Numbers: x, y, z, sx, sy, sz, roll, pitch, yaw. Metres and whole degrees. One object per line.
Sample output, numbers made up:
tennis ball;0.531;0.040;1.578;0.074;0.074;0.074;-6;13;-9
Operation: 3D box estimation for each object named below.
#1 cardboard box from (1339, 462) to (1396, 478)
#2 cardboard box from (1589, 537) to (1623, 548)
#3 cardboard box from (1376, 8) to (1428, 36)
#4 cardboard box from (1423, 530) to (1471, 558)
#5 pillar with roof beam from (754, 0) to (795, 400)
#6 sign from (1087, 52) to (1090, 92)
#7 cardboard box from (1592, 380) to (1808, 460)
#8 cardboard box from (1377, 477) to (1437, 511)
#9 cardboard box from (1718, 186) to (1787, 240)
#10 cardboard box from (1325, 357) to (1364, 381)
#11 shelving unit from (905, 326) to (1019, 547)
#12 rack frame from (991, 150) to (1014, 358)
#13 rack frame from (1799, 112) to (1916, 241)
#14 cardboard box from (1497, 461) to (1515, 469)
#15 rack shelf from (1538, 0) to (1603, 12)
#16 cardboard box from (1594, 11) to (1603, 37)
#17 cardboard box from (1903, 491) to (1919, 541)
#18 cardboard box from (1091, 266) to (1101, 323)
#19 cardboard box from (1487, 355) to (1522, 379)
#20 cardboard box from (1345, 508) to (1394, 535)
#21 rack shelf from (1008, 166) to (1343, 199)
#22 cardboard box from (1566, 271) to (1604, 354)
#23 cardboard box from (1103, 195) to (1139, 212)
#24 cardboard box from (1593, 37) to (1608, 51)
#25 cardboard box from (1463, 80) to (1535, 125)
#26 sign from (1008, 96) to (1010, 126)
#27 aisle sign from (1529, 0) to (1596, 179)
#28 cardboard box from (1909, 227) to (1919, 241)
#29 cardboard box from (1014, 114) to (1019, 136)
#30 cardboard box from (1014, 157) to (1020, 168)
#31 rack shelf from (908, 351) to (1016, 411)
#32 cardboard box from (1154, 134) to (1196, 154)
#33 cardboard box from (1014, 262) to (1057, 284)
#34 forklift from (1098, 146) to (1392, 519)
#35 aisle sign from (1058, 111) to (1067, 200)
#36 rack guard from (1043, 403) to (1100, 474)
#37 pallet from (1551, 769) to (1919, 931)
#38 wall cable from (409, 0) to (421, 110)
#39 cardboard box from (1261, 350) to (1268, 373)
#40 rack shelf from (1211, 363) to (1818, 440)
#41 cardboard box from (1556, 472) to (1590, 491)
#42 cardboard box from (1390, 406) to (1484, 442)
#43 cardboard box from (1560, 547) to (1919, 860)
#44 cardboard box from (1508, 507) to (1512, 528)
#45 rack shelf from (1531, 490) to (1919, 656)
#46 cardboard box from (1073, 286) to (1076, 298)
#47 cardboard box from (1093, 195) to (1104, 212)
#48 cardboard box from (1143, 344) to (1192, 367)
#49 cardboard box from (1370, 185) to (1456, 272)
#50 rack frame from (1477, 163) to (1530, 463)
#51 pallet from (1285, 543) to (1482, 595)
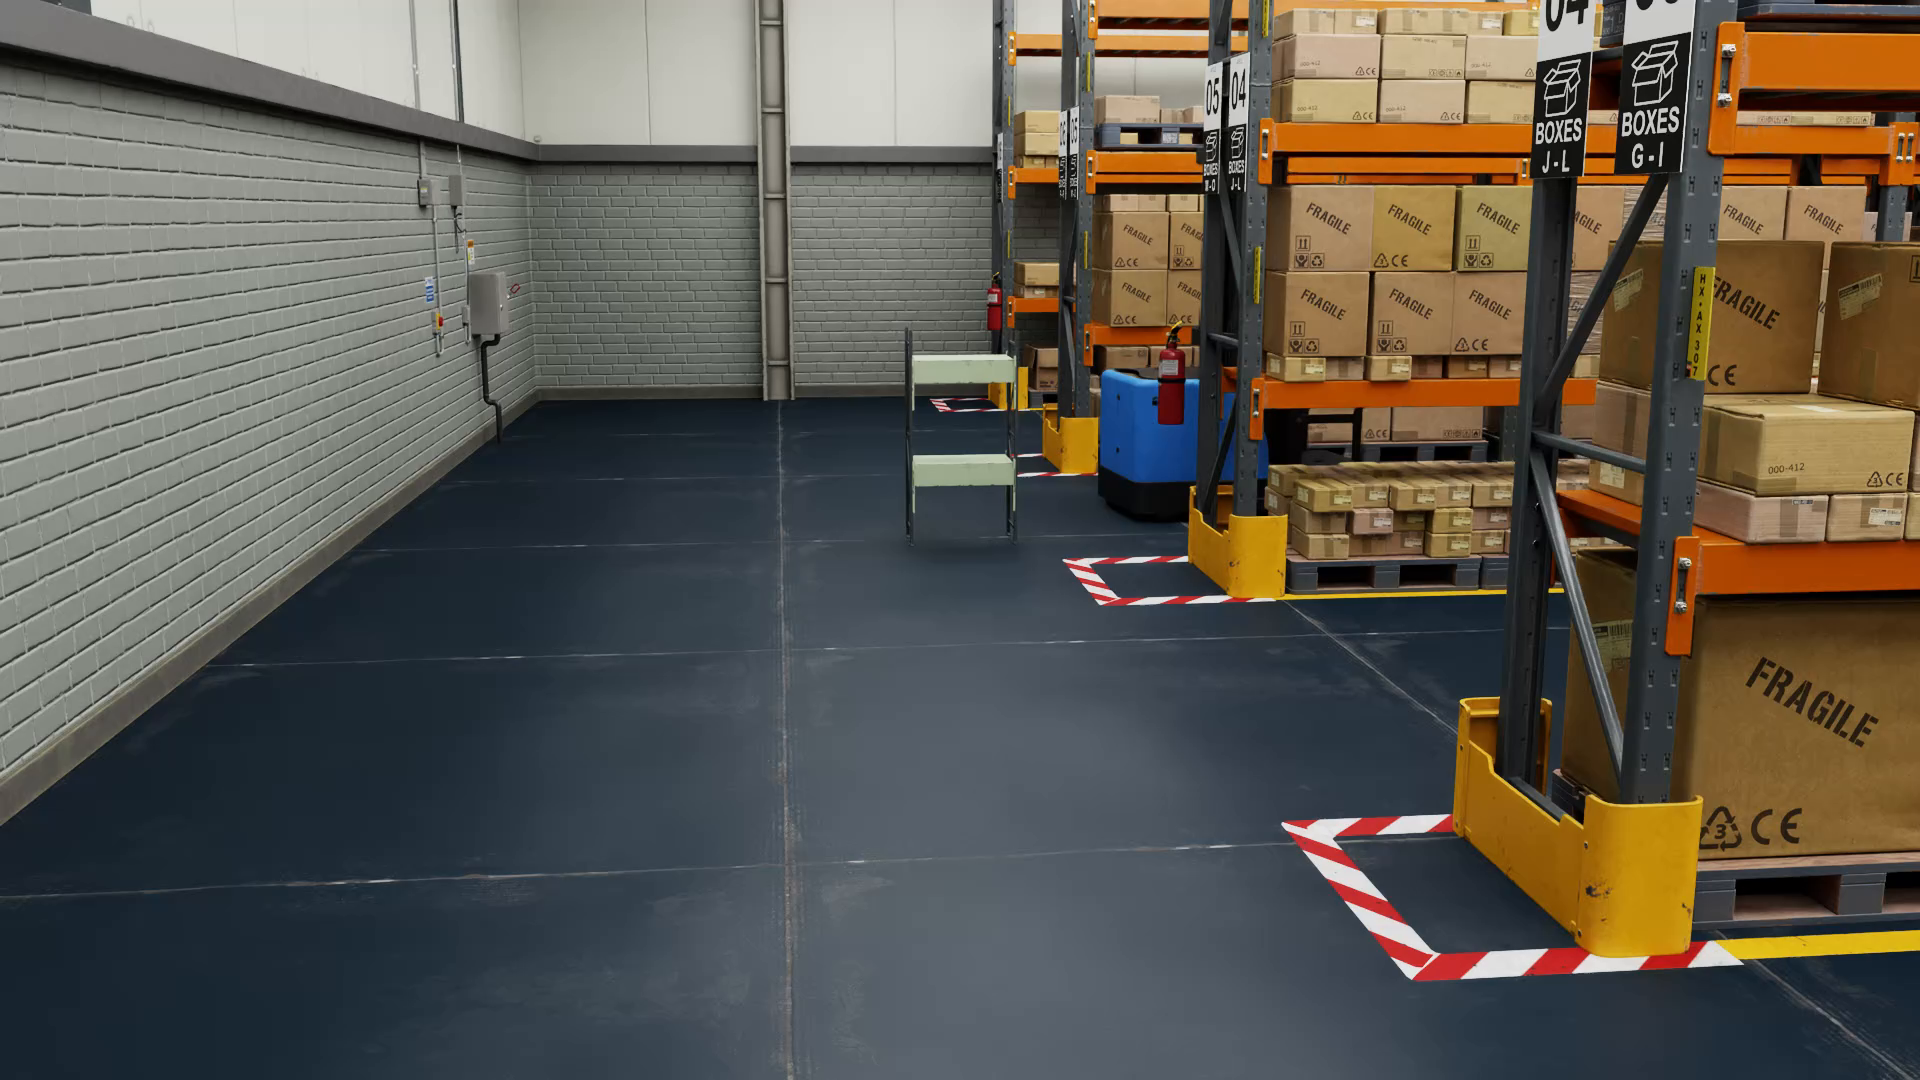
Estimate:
cardboard box;2.678;-0.413;10.954;0.250;0.149;0.380;-1;11;-7
cardboard box;4.007;-0.034;10.565;0.250;0.149;0.380;-1;11;-5
cardboard box;2.559;-3.026;9.770;0.250;0.149;0.380;-1;11;-6
cardboard box;2.998;0.001;10.391;0.250;0.149;0.380;-1;11;-5
pillar with roof beam;-1.809;-5.364;15.827;0.400;9.000;9.100;-1;11;-6
sign;1.098;-4.011;14.247;0.005;0.325;0.100;-1;11;-6
cardboard box;2.567;-0.411;5.799;0.500;0.250;0.500;-1;11;-7
cardboard box;2.762;-0.285;10.302;0.250;0.149;0.380;-1;11;-6
cardboard box;4.704;-1.926;10.268;0.500;0.500;0.500;-2;11;-8
cardboard box;2.285;-1.065;10.158;0.250;0.149;0.380;-1;11;-4
shelving unit;0.007;-0.736;11.724;0.755;1.500;0.431;-1;11;-6
rack frame;0.504;-3.130;20.012;0.127;3.000;1.000;-1;11;-6
rack frame;5.656;-1.314;10.776;0.127;3.000;1.000;-1;11;-6
cardboard box;3.734;-0.418;10.978;0.250;0.149;0.380;-1;11;-6
rack shelf;7.009;-4.697;15.335;4.000;0.370;1.077;-1;11;-6
cardboard box;3.842;-3.053;9.905;0.250;0.149;0.380;-1;11;-7
cardboard box;3.012;-0.109;5.299;0.250;0.149;0.380;-1;11;-7
cardboard box;1.495;-2.288;15.470;0.500;0.500;0.500;-1;11;-6
cardboard box;3.322;-1.092;10.299;0.250;0.149;0.380;-1;11;-7
cardboard box;2.506;-0.140;10.337;0.250;0.149;0.380;-1;11;-6
rack shelf;2.493;-4.290;20.004;4.000;0.370;1.077;-1;11;-6
cardboard box;3.679;-1.418;10.273;0.500;0.500;0.500;-1;11;-8
cardboard box;1.427;-2.990;14.769;0.250;0.149;0.380;-1;11;-5
cardboard box;3.669;-2.864;9.975;0.500;0.250;0.500;-2;11;-8
cardboard box;3.188;-2.613;9.994;0.500;0.250;0.500;-2;11;-8
sign;0.563;-4.926;19.109;0.005;0.325;0.100;-1;11;-6
aisle sign;2.010;-1.609;5.537;0.004;0.787;0.394;-1;11;-6
cardboard box;9.419;-2.808;16.258;0.500;0.500;0.500;-2;11;-8
cardboard box;0.916;-4.982;19.979;0.500;0.250;0.500;-2;11;-8
cardboard box;0.797;-4.529;20.006;0.250;0.149;0.380;-1;11;-5
rack shelf;0.007;-1.119;11.649;0.720;0.370;0.431;-1;11;-6
cardboard box;2.500;-4.669;19.682;0.500;0.250;0.500;-1;11;-7
cardboard box;0.933;-3.263;20.305;0.500;0.250;0.500;-1;11;-4
forklift;2.679;-1.716;12.997;3.031;2.935;1.130;-2;11;-12
aisle sign;0.939;-3.511;15.214;0.004;0.787;0.394;-1;11;-6
rack guard;1.020;-0.951;15.409;0.348;0.500;1.175;-1;11;-6
pallet;2.901;1.059;5.933;1.213;0.211;1.003;-1;11;-6
wall cable;-4.581;-4.949;13.714;0.029;3.000;0.463;-1;11;-6
cardboard box;1.973;-1.168;10.687;0.250;0.149;0.380;-1;11;-6
rack shelf;3.667;-0.919;10.633;4.000;0.370;1.077;-1;11;-6
cardboard box;3.782;-0.330;10.532;0.250;0.149;0.380;-1;11;-6
cardboard box;4.385;-1.218;15.839;0.875;0.438;0.875;-1;11;-7
cardboard box;2.742;0.530;5.813;0.875;0.875;0.875;-1;11;-6
cardboard box;3.525;-0.184;10.560;0.250;0.149;0.380;-1;11;-3
rack shelf;4.103;0.034;5.784;4.000;0.370;1.077;-1;11;-6
cardboard box;1.366;-2.987;19.937;0.250;0.149;0.380;-1;11;-7
cardboard box;1.379;-3.082;15.235;0.250;0.149;0.380;-1;11;-5
cardboard box;2.513;-2.106;20.196;0.500;0.500;0.500;-1;11;-5
cardboard box;2.655;-1.886;10.066;0.500;0.500;0.500;-1;11;-4
rack frame;5.021;-2.261;15.594;0.127;3.000;1.000;-1;11;-6
pallet;2.566;0.126;10.681;1.213;0.211;1.003;-1;11;-6
